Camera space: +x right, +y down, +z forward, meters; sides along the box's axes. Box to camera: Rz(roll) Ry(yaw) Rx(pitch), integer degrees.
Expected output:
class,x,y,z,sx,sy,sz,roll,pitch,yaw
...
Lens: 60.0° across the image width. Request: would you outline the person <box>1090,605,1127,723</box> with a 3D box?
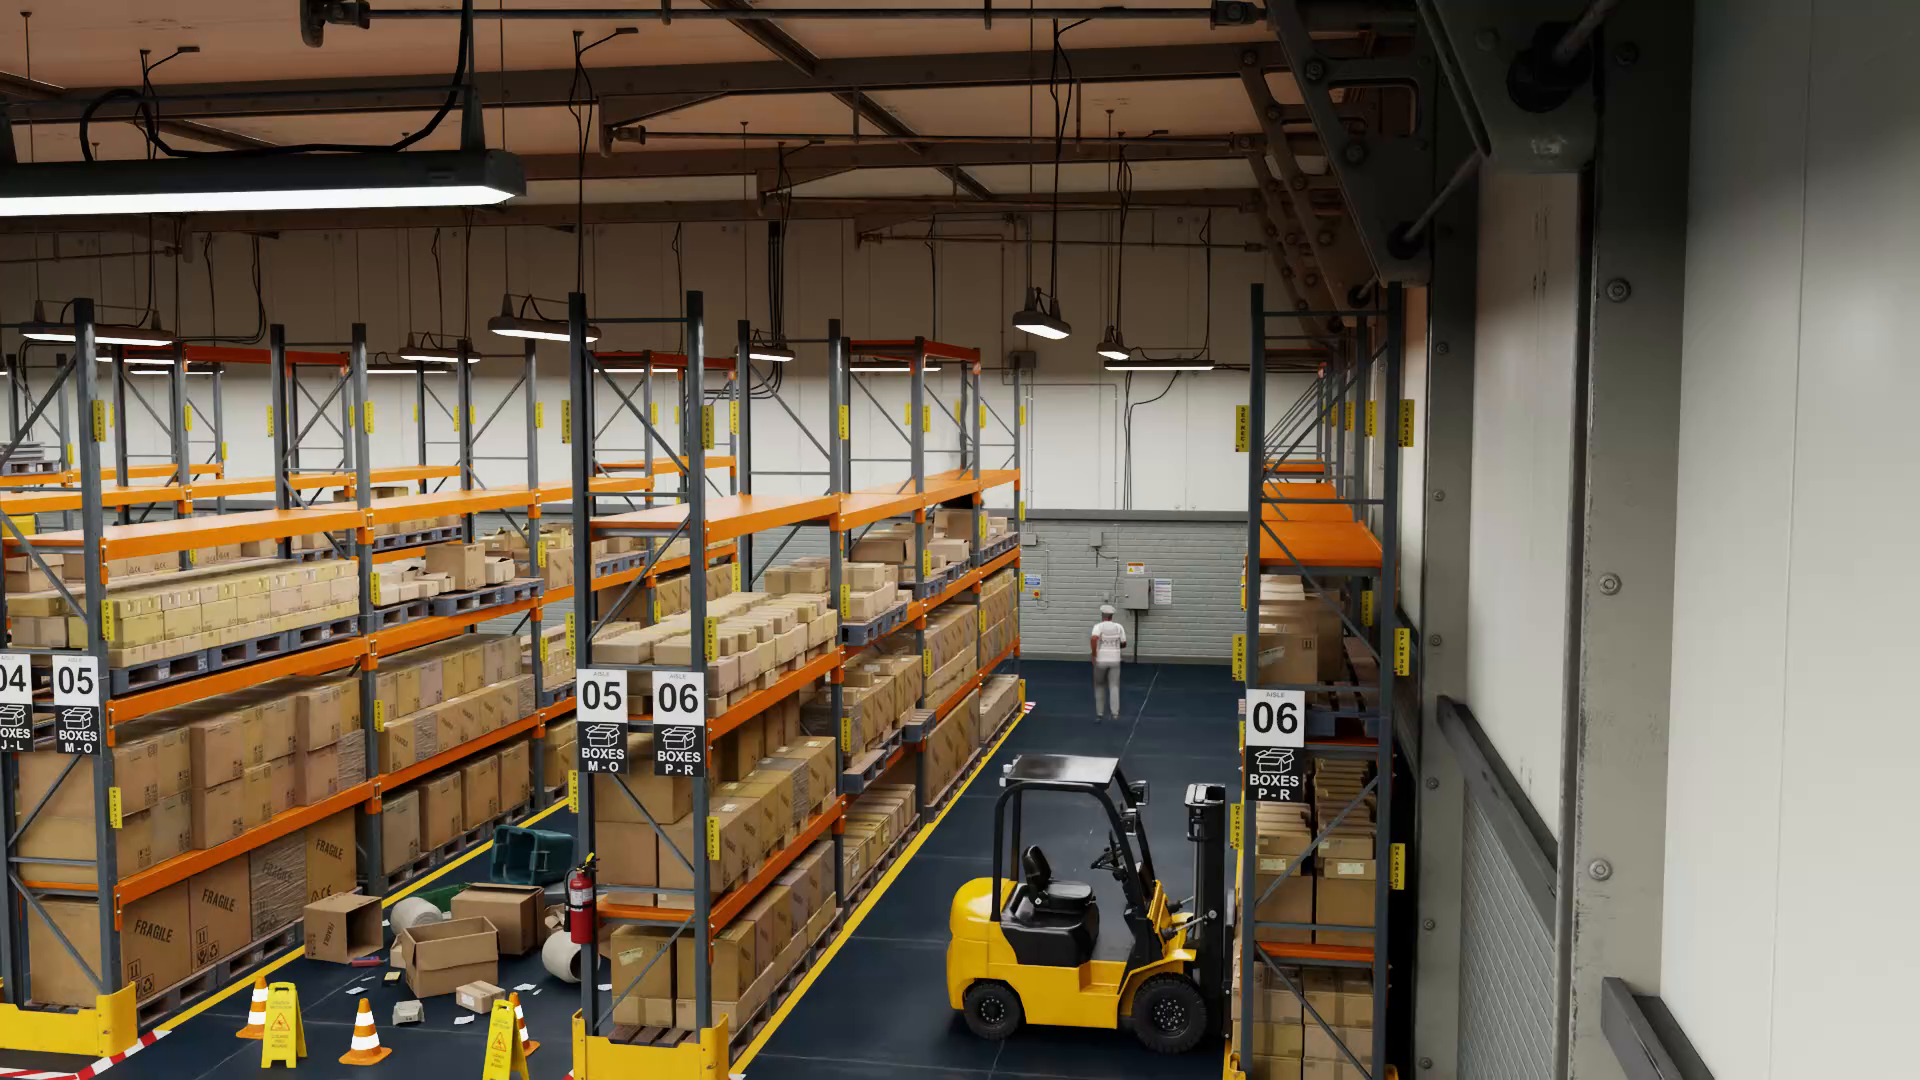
class,x,y,z,sx,sy,sz,roll,pitch,yaw
person,2.283,1.952,25.708,0.601,1.886,0.822,0,5,-2
